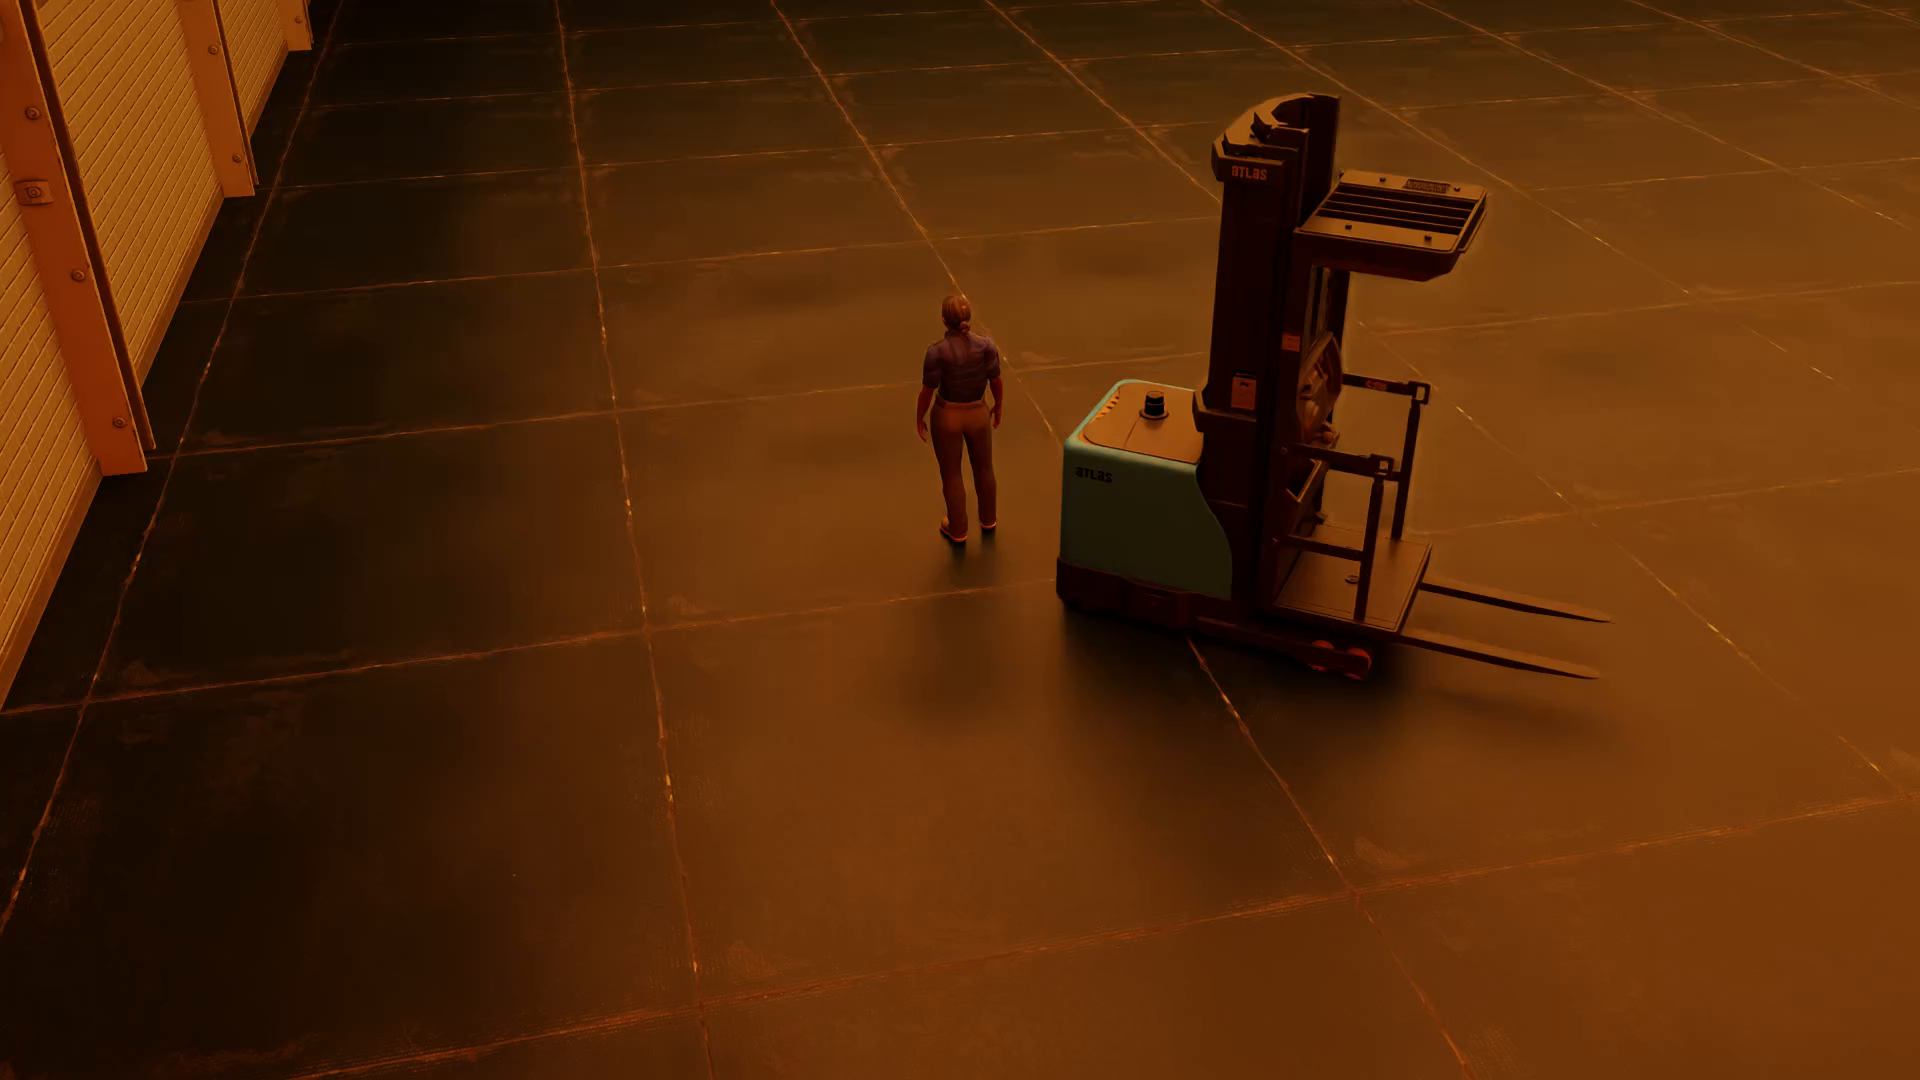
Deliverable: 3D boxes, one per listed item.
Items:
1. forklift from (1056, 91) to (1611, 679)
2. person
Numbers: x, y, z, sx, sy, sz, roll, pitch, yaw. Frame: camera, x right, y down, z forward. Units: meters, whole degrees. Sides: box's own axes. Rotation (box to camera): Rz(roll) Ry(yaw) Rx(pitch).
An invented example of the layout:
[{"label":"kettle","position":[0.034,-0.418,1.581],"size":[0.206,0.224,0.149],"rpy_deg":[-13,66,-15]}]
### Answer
[{"label":"forklift","position":[2.130,-0.807,8.968],"size":[3.031,2.935,1.130],"rpy_deg":[13,32,21]},{"label":"person","position":[-0.001,-0.768,10.160],"size":[0.569,1.655,0.504],"rpy_deg":[-7,31,-12]}]
